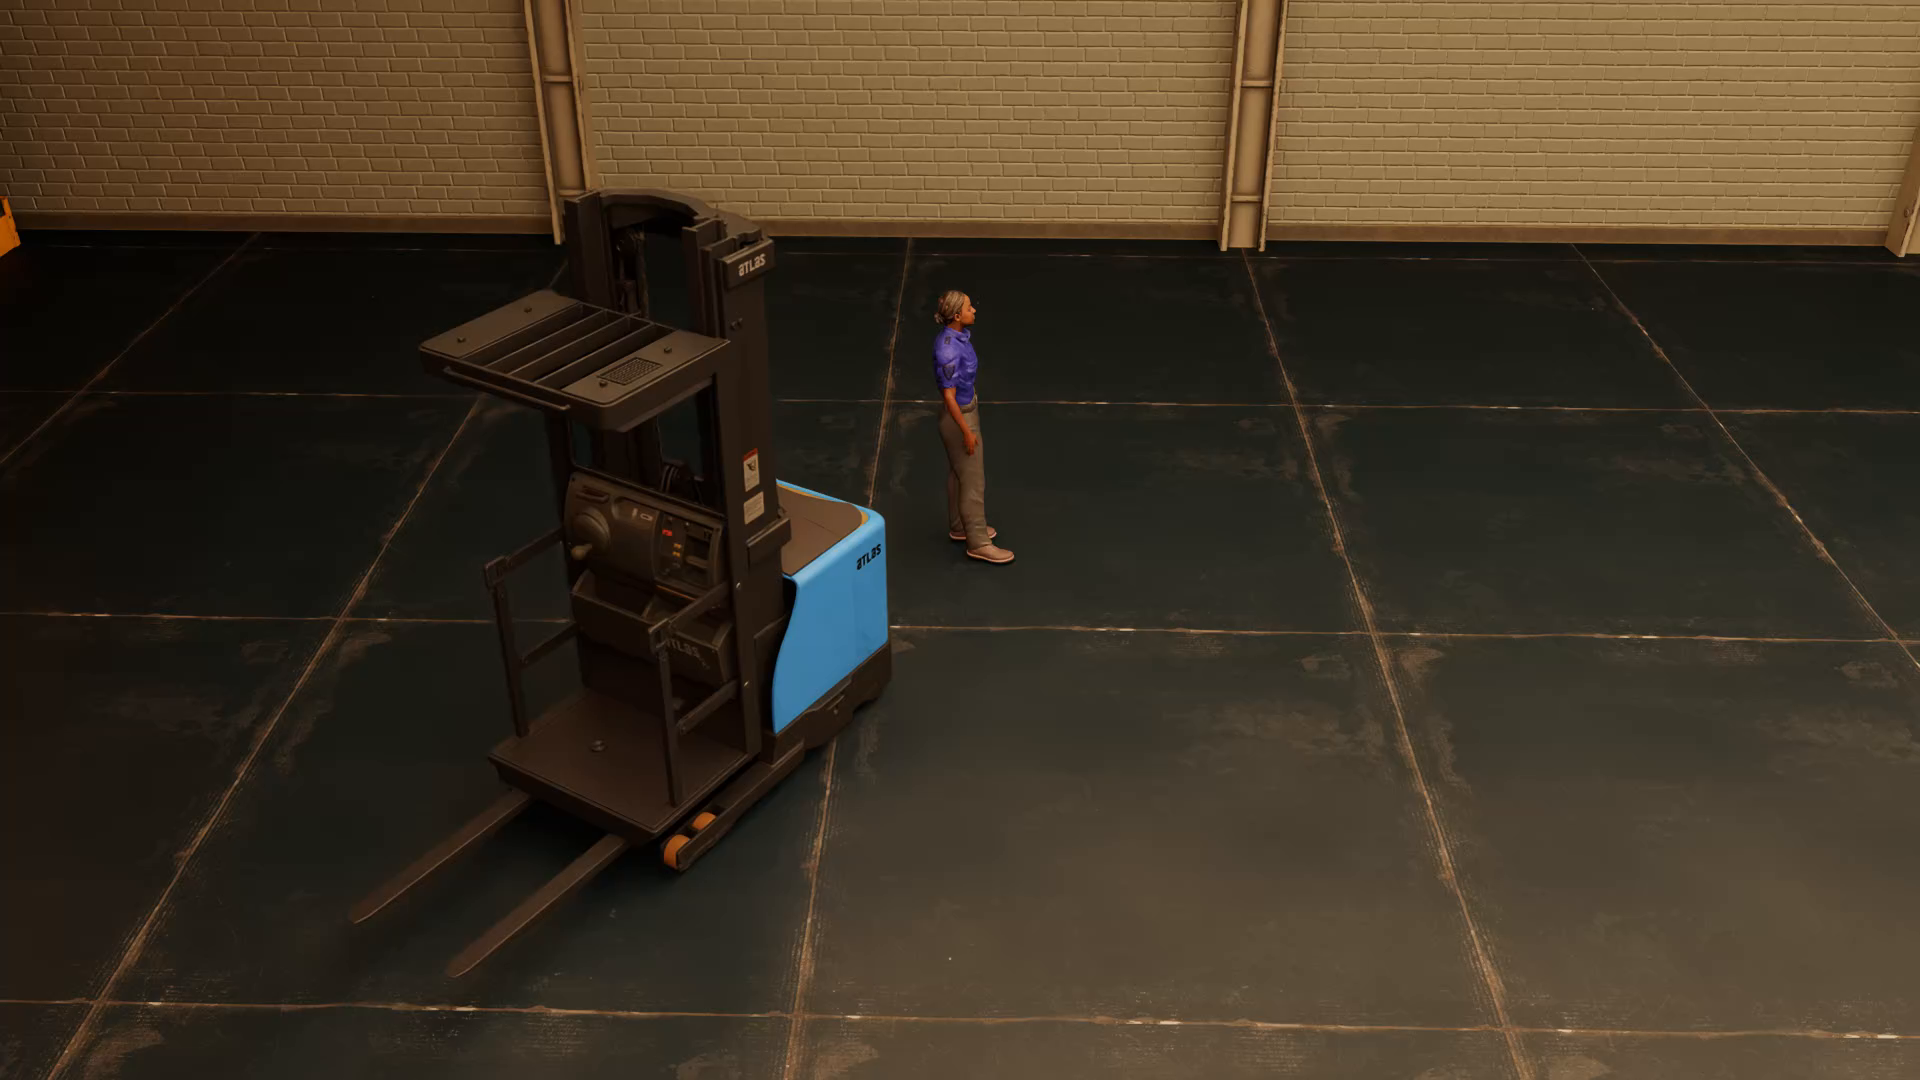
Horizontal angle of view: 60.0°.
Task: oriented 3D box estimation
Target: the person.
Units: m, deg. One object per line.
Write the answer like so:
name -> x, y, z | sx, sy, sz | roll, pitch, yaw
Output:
person -> 0.087, -0.708, 10.057 | 0.503, 1.656, 0.569 | 1, 31, 1

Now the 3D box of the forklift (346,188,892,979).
forklift -> -1.588, 0.025, 7.573 | 1.130, 2.935, 3.031 | 18, 35, 28
